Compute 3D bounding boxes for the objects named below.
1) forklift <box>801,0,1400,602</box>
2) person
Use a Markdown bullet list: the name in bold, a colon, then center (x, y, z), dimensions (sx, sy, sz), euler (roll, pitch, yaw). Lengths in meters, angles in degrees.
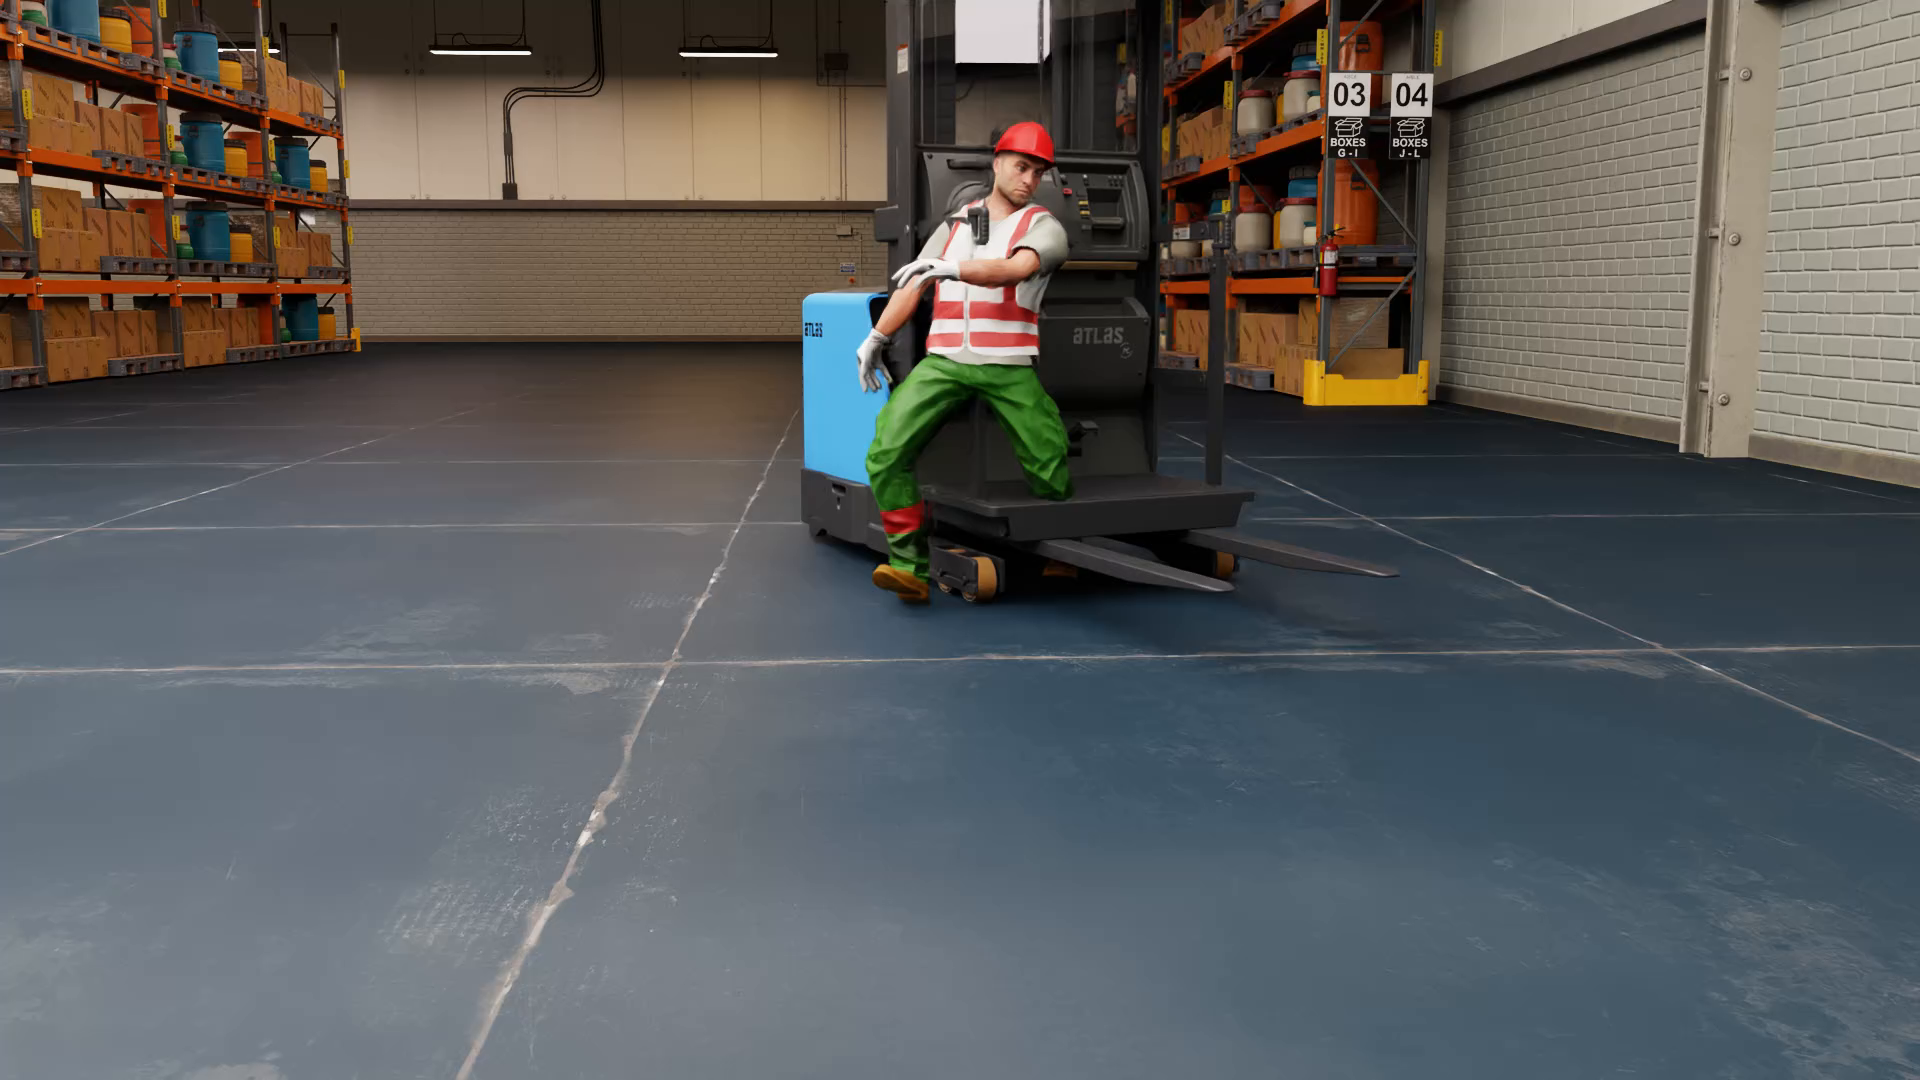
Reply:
- **forklift**: center (0.391, -1.304, 6.110), dimensions (1.130, 2.935, 3.031), euler (-4, 9, -25)
- **person**: center (-0.009, -0.602, 5.783), dimensions (0.797, 1.672, 0.882), euler (3, 9, 20)
